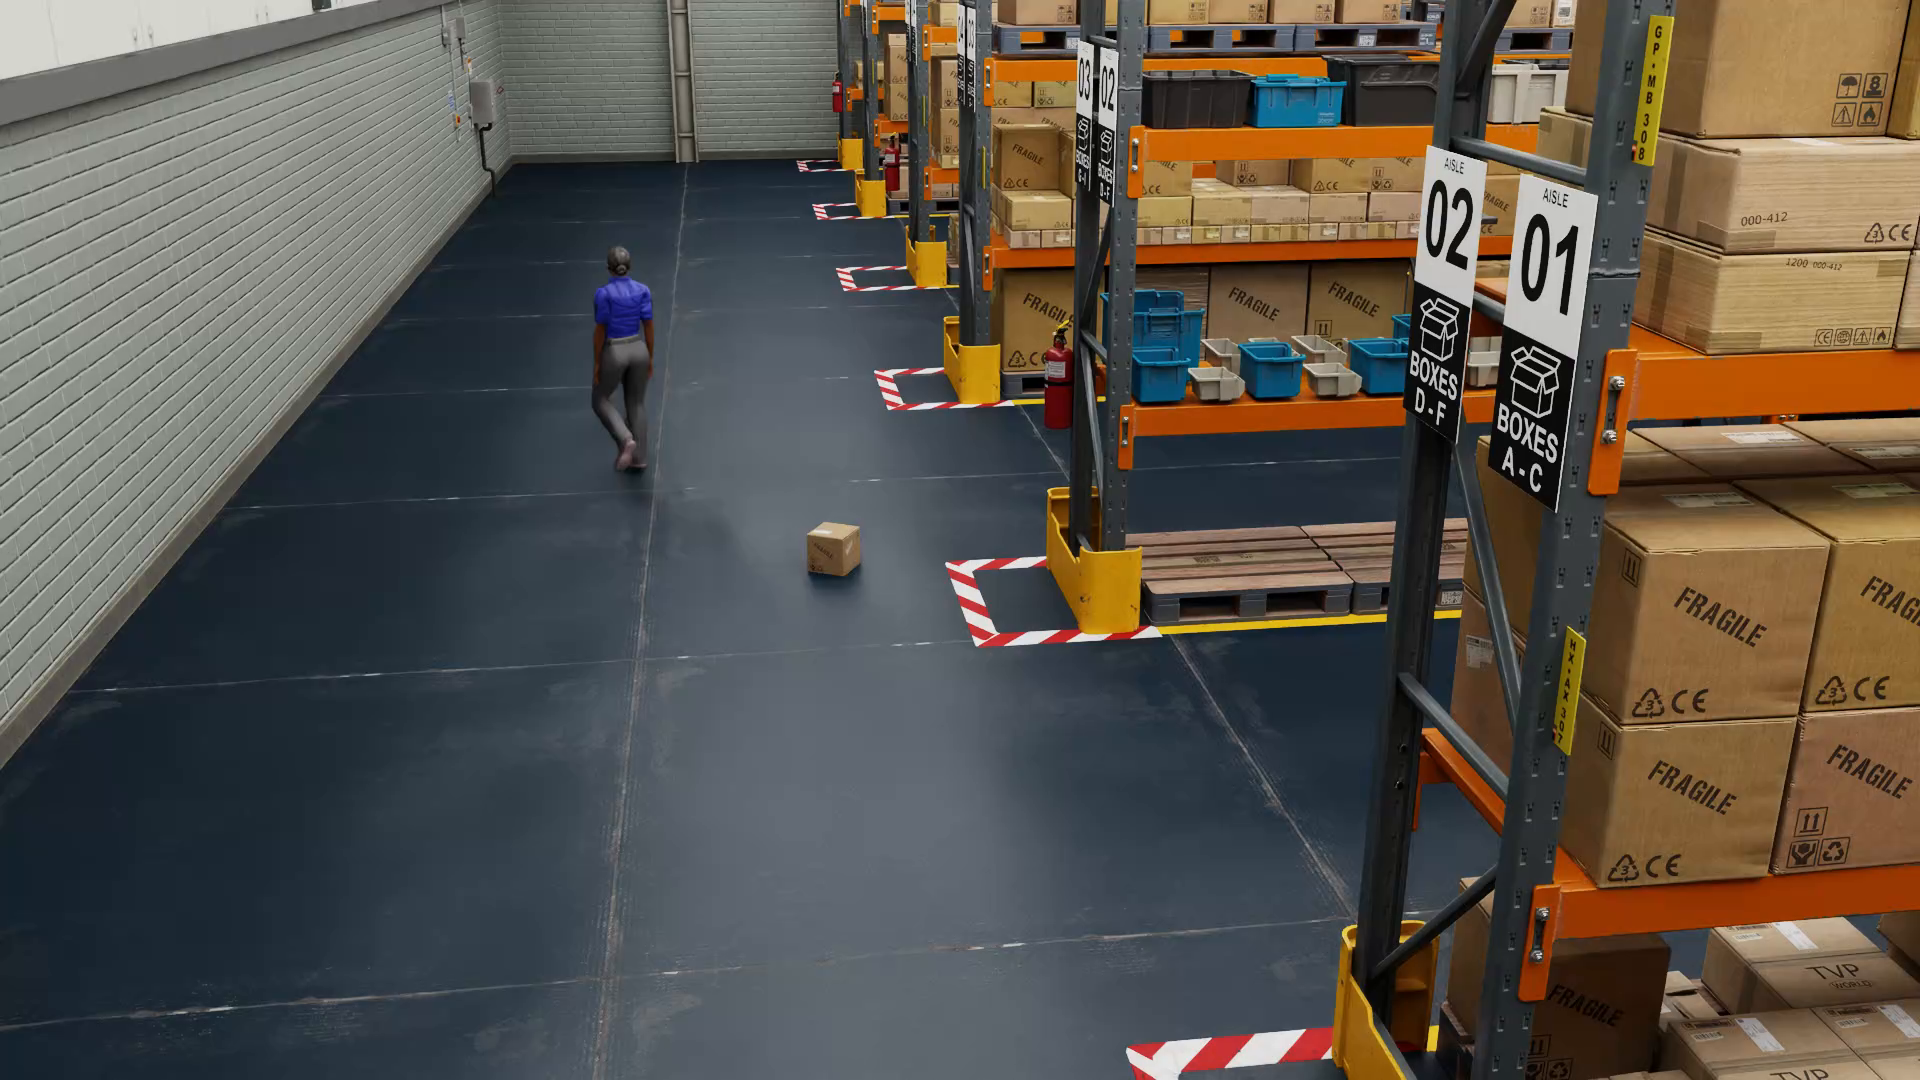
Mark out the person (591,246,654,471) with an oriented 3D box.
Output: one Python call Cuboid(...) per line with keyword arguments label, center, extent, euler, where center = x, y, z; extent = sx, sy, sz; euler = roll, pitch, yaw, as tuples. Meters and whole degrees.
Cuboid(label="person", center=(-2.451, -1.314, 12.087), extent=(0.472, 1.651, 0.449), euler=(-12, 24, -31))
